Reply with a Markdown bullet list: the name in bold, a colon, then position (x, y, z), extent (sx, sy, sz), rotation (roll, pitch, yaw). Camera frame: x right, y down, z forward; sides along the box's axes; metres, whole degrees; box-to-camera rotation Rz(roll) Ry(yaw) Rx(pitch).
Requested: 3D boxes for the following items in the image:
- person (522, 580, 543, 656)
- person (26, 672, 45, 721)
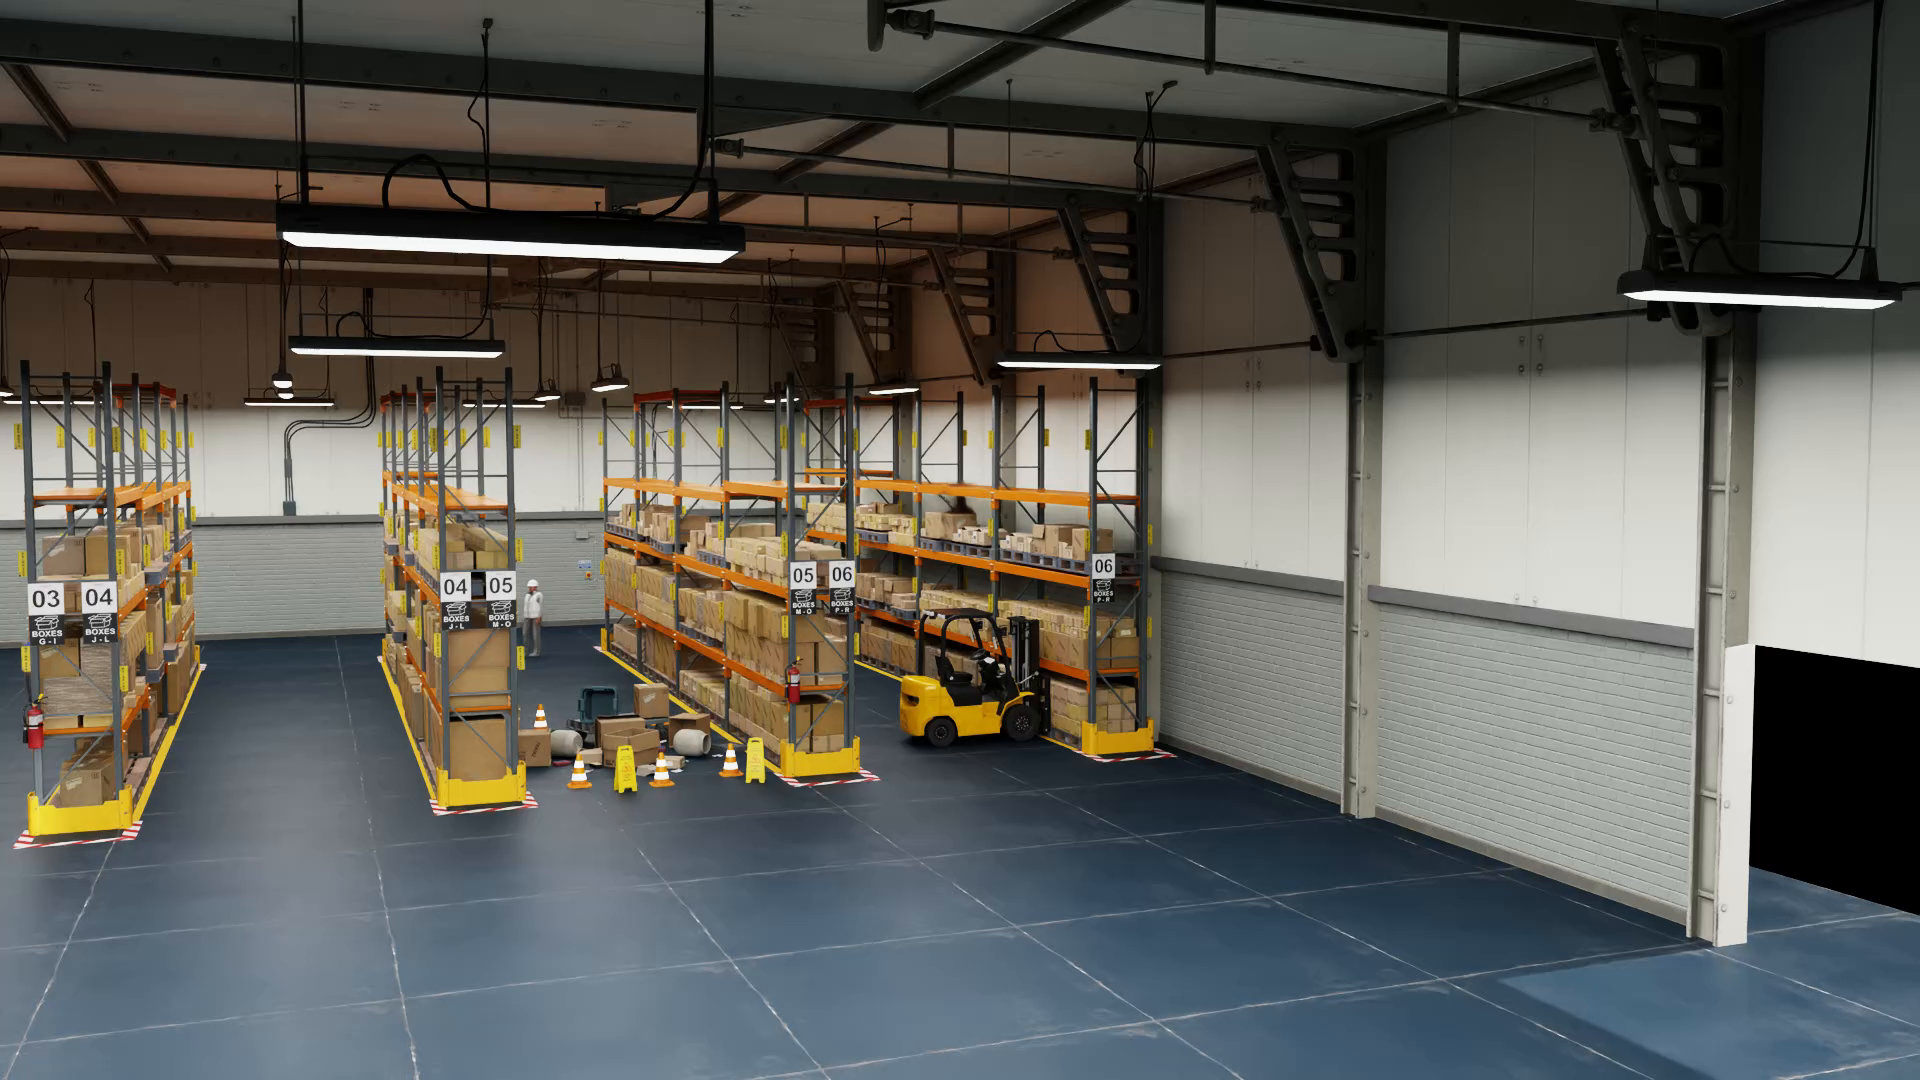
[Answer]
- **person**: position (-9.920, 1.819, 38.501), extent (0.591, 1.810, 0.427), rotation (2, 4, 25)
- **person**: position (-16.364, 2.420, 29.484), extent (0.391, 1.612, 0.920), rotation (-2, 4, -26)
